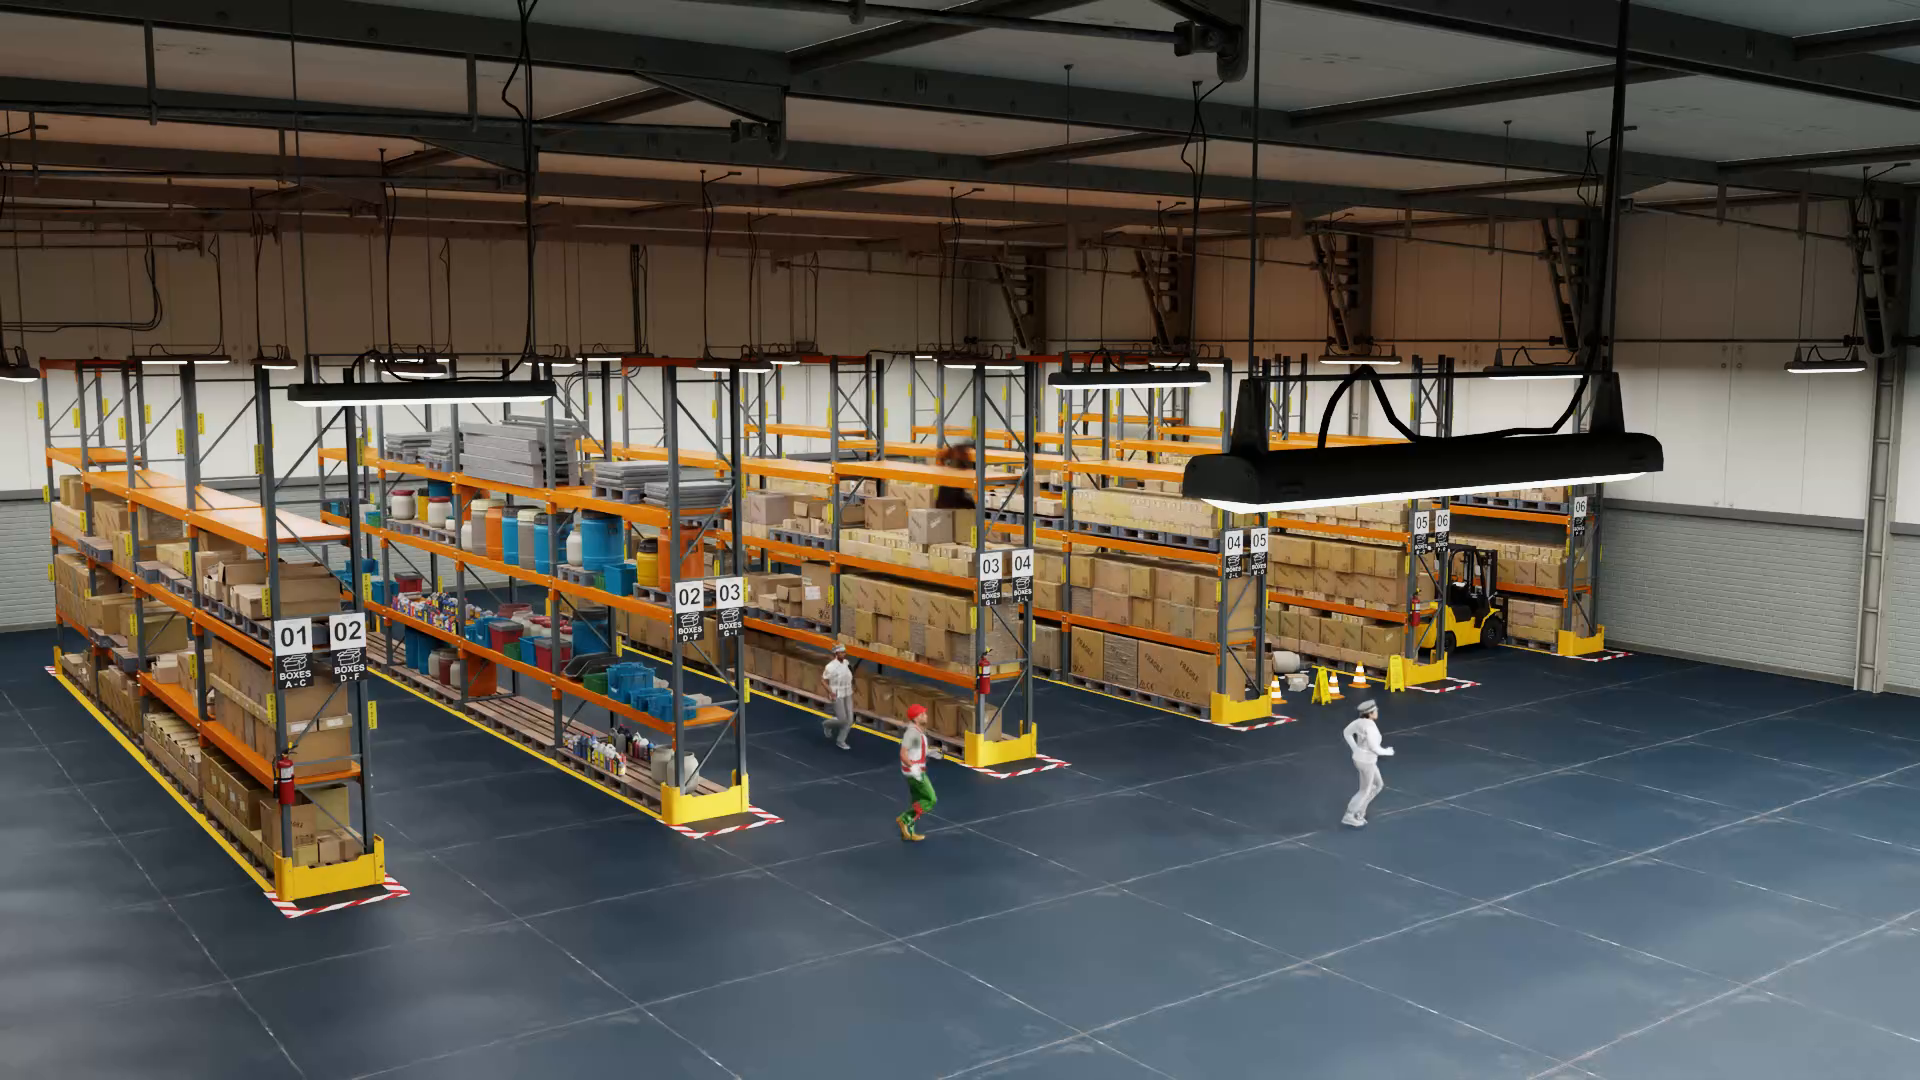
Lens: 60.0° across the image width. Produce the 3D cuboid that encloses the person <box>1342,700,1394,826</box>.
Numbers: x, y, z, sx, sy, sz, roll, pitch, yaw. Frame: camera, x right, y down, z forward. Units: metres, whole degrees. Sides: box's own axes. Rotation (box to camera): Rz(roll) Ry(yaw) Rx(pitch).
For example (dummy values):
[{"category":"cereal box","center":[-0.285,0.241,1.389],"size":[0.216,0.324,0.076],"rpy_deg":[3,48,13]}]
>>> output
[{"category":"person","center":[5.308,2.913,21.672],"size":[0.664,1.711,0.634],"rpy_deg":[0,7,-4]}]

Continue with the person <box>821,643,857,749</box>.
[{"category":"person","center":[-1.874,2.415,25.893],"size":[0.575,1.660,0.562],"rpy_deg":[-7,9,-44]}]

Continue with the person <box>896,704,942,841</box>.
[{"category":"person","center":[-0.499,2.938,21.087],"size":[0.561,1.749,0.637],"rpy_deg":[0,7,-4]}]
